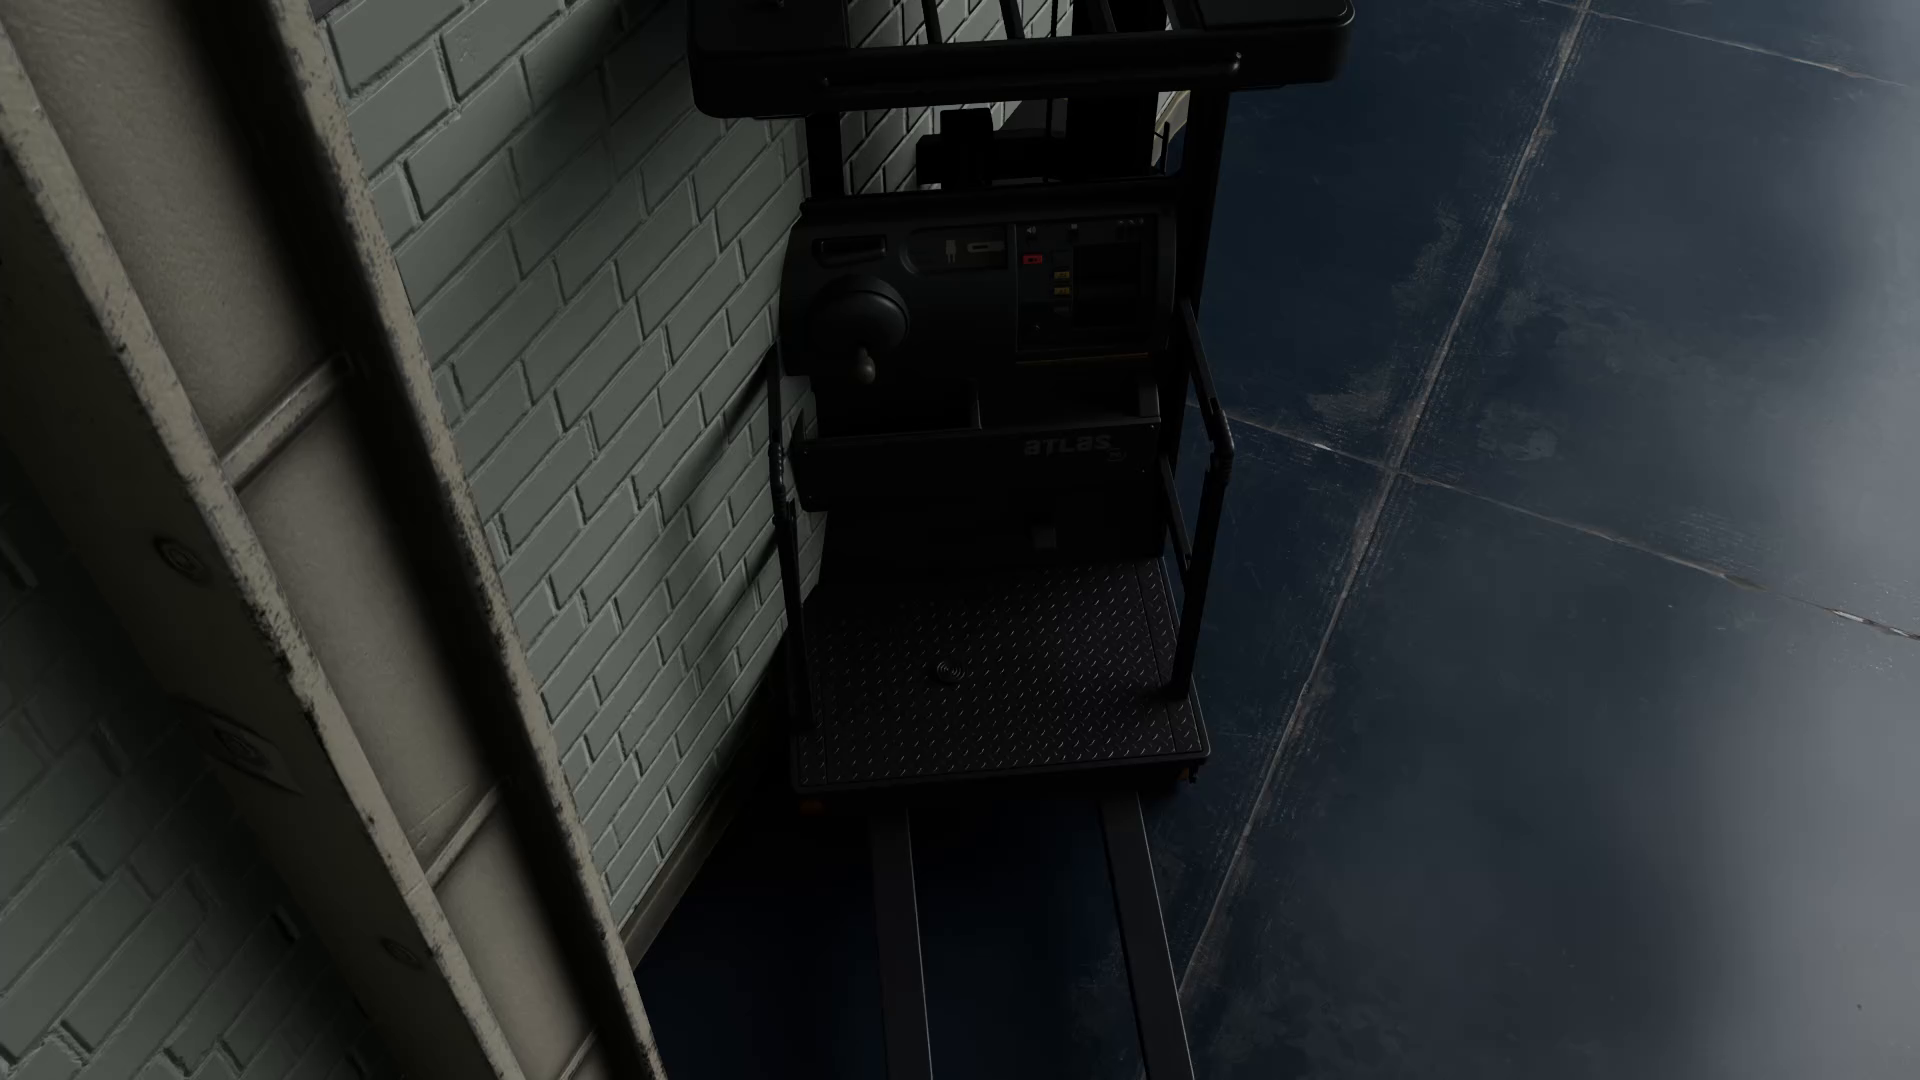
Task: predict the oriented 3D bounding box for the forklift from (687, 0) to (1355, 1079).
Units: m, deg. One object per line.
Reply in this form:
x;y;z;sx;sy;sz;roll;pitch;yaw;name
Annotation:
0.064;-0.476;3.730;1.130;2.935;3.031;-4;50;-4;forklift

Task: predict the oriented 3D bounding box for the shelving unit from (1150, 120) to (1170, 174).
0.496;-1.019;5.527;0.210;0.900;0.258;-35;58;-26;shelving unit

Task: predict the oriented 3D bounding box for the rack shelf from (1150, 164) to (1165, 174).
0.496;-1.173;5.346;0.200;0.077;0.258;-35;58;-26;rack shelf

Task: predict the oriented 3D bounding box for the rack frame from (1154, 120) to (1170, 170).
0.571;-1.072;5.571;0.006;0.900;0.240;-35;58;-26;rack frame
